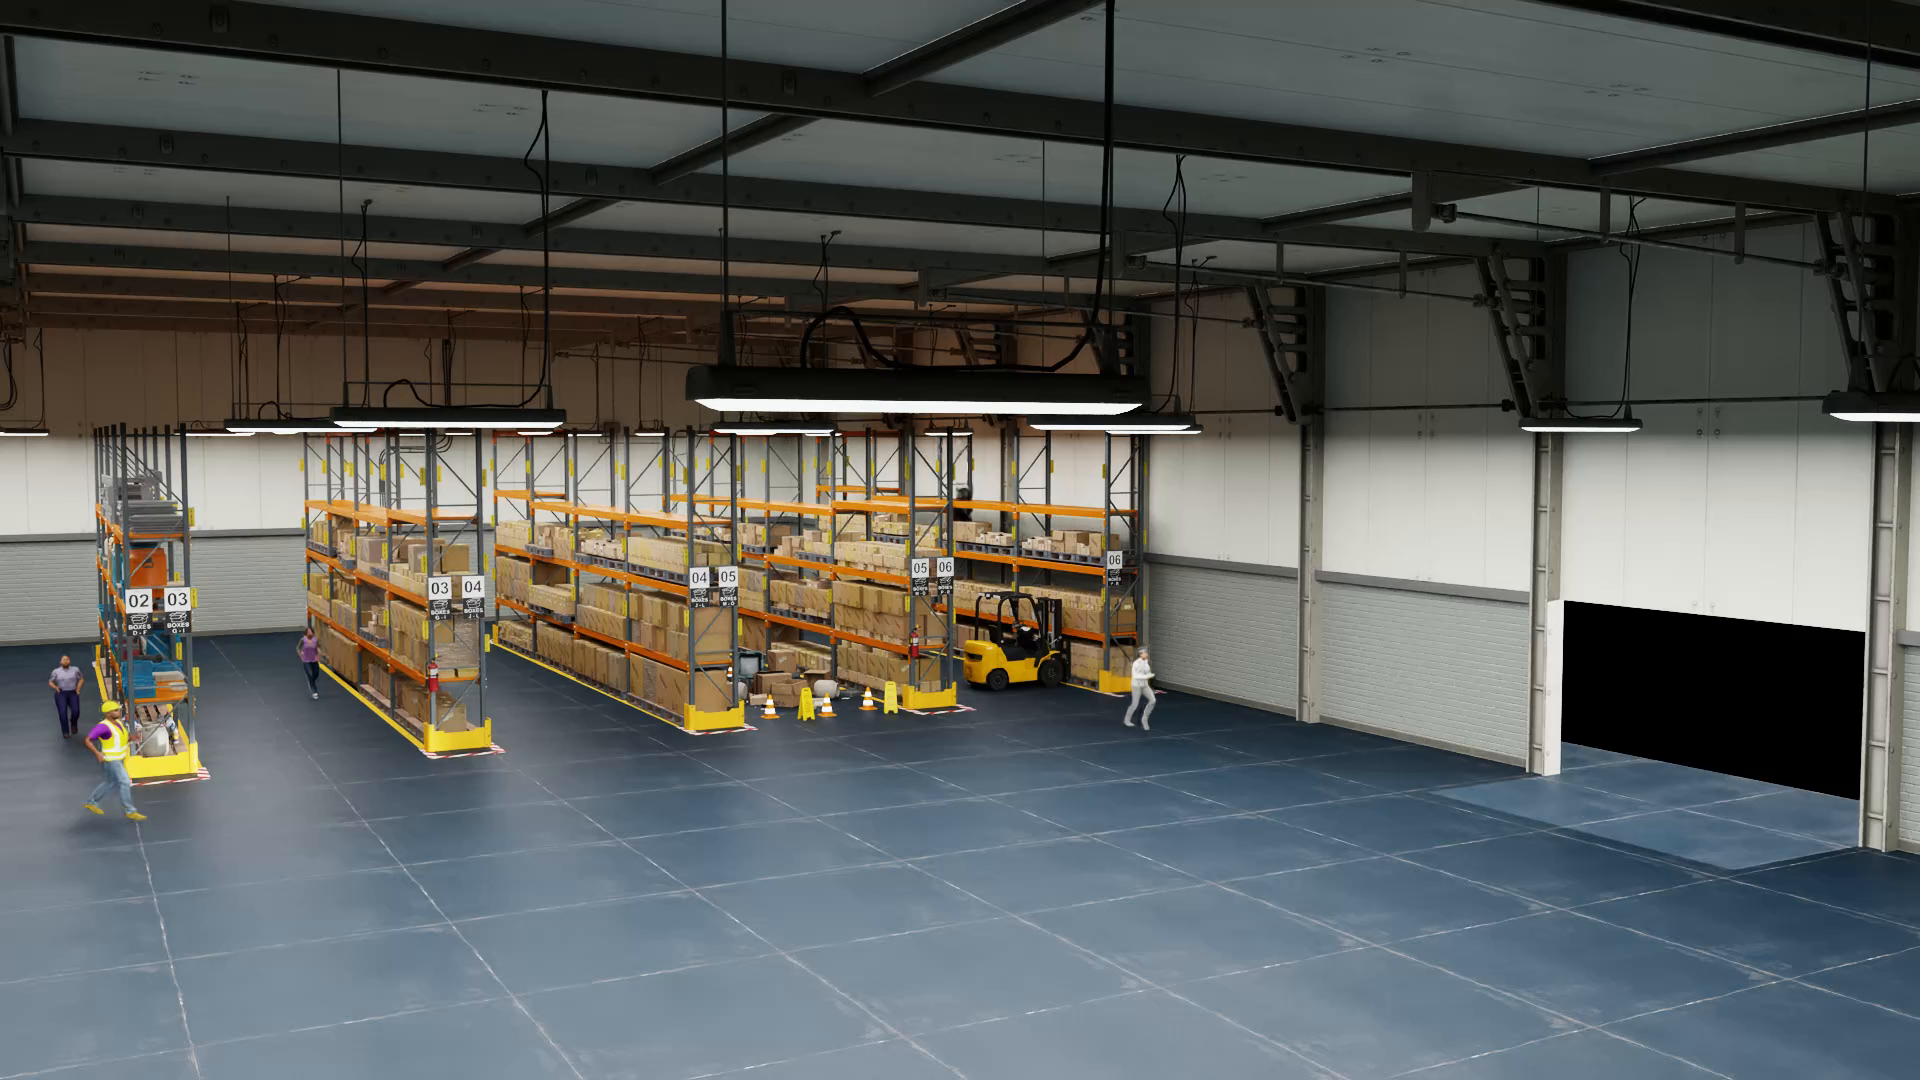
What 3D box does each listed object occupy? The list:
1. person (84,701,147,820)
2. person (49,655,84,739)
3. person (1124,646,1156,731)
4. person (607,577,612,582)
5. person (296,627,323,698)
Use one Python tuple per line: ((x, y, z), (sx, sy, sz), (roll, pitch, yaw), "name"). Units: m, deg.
((-12.688, 3.302, 24.931), (0.944, 1.780, 0.693), (0, 3, -7), "person")
((-17.078, 2.994, 31.808), (0.599, 1.600, 0.561), (-2, 4, -32), "person")
((3.540, 2.900, 32.713), (0.798, 1.691, 0.640), (3, 5, 44), "person")
((-10.298, 1.833, 49.832), (0.692, 1.758, 0.661), (-1, 4, -21), "person")
((-14.468, 2.714, 37.011), (0.559, 1.576, 0.695), (-2, 4, -26), "person")
